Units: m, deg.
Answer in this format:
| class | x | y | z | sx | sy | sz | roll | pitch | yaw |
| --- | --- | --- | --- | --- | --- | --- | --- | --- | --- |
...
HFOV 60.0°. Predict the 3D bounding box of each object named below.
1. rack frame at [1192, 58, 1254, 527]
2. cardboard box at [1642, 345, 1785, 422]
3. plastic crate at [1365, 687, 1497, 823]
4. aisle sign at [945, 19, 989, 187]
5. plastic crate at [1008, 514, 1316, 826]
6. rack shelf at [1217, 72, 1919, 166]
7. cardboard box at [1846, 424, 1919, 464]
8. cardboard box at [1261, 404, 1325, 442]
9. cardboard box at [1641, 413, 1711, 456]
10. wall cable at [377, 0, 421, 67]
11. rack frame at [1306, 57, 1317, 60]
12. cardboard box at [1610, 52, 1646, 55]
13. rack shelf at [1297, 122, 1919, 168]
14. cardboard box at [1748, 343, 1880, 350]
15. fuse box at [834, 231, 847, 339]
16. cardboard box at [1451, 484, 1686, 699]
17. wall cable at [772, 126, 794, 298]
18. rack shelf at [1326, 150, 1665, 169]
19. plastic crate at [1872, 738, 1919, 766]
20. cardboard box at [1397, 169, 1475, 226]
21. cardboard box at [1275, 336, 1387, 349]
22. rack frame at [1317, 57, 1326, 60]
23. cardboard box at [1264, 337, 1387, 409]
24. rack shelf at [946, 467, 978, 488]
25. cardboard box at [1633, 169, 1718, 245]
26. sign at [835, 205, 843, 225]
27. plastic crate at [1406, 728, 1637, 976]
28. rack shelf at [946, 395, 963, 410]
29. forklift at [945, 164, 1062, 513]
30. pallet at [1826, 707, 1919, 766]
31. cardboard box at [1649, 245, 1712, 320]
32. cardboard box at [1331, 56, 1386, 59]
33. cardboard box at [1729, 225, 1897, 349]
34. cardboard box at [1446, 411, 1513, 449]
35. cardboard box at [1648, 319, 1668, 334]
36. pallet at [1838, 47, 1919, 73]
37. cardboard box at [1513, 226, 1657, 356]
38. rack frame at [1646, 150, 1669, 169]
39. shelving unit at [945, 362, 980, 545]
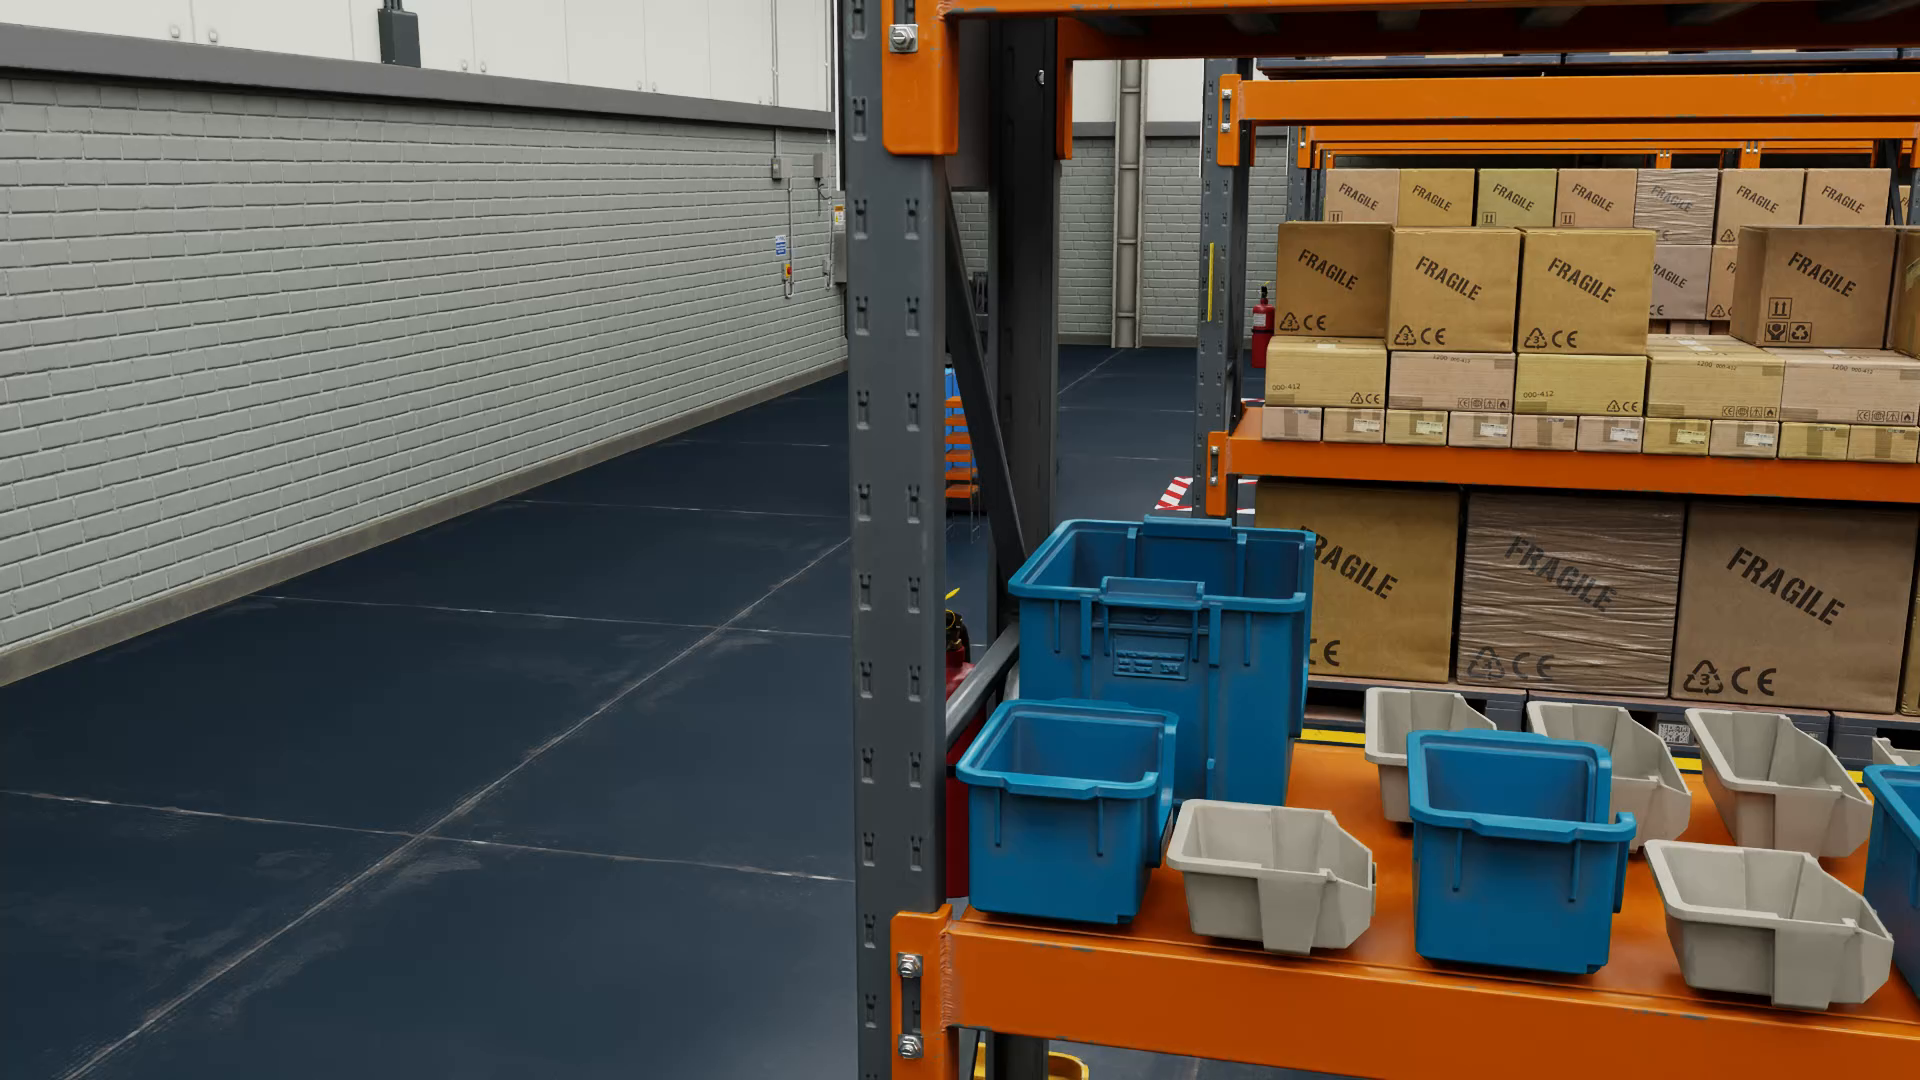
| class | x | y | z | sx | sy | sz | roll | pitch | yaw |
| --- | --- | --- | --- | --- | --- | --- | --- | --- | --- |
| rack frame | 1.203 | -0.749 | 7.685 | 0.127 | 3.000 | 1.000 | 3 | 13 | 14 |
| cardboard box | 3.106 | -0.661 | 6.947 | 0.500 | 0.250 | 0.500 | 3 | 13 | 12 |
| plastic crate | 0.852 | 0.396 | 2.993 | 0.243 | 0.136 | 0.396 | 3 | 13 | 14 |
| aisle sign | 0.017 | -1.042 | 3.003 | 0.004 | 0.787 | 0.394 | 3 | 13 | 14 |
| plastic crate | 0.386 | 0.224 | 3.079 | 0.499 | 0.435 | 0.616 | 3 | 13 | 14 |
| rack shelf | 3.145 | -1.758 | 6.970 | 4.000 | 0.370 | 1.077 | 3 | 13 | 14 |
| cardboard box | 3.713 | -0.419 | 6.777 | 0.250 | 0.149 | 0.380 | 3 | 13 | 15 |
| cardboard box | 1.469 | -0.539 | 7.316 | 0.250 | 0.149 | 0.380 | 3 | 13 | 14 |
| cardboard box | 2.962 | -0.459 | 6.958 | 0.250 | 0.149 | 0.380 | 3 | 13 | 12 |
| wall cable | -3.461 | -6.267 | 11.276 | 0.120 | 5.999 | 2.277 | 3 | 13 | 14 |
| rack frame | 2.490 | -4.716 | 11.712 | 0.127 | 3.000 | 1.000 | 3 | 13 | 14 |
| cardboard box | 4.340 | -3.263 | 11.283 | 0.500 | 0.250 | 0.500 | 3 | 13 | 11 |
| rack shelf | 4.431 | -2.796 | 11.647 | 4.000 | 0.370 | 1.077 | 3 | 13 | 14 |
| cardboard box | 3.707 | -0.746 | 7.328 | 0.500 | 0.250 | 0.500 | 3 | 13 | 15 |
| fuse box | -1.258 | -2.926 | 20.471 | 0.414 | 1.711 | 0.539 | 3 | 13 | 14 |
| cardboard box | 2.727 | 0.147 | 7.583 | 0.875 | 0.875 | 0.875 | 3 | 13 | 14 |
| wall cable | -1.902 | -3.632 | 18.261 | 0.123 | 1.953 | 0.585 | 3 | 13 | 14 |
| rack shelf | 6.705 | -4.886 | 21.068 | 4.000 | 0.370 | 1.077 | 3 | 13 | 14 |
| plastic crate | 1.698 | 0.435 | 2.818 | 0.250 | 0.136 | 0.298 | 3 | 13 | 14 |
| cardboard box | 3.353 | -2.365 | 11.742 | 0.500 | 0.500 | 0.500 | 3 | 13 | 15 |
| cardboard box | 1.737 | -0.852 | 7.807 | 0.500 | 0.250 | 0.500 | 3 | 13 | 13 |
| rack frame | 3.578 | -5.762 | 16.428 | 0.127 | 3.000 | 1.000 | 3 | 13 | 14 |
| cardboard box | 1.605 | -0.739 | 7.301 | 0.500 | 0.250 | 0.500 | 3 | 13 | 12 |
| rack shelf | 0.014 | -0.424 | 11.136 | 0.180 | 0.103 | 0.258 | 3 | 13 | 14 |
| cardboard box | 4.855 | -2.284 | 11.378 | 0.500 | 0.500 | 0.500 | 3 | 13 | 15 |
| sign | -1.472 | -3.957 | 20.238 | 0.001 | 0.242 | 0.339 | 3 | 13 | 14 |
| plastic crate | 0.816 | 0.461 | 2.478 | 0.300 | 0.233 | 0.416 | 3 | 13 | 14 |
| rack shelf | 0.014 | -0.893 | 11.032 | 0.180 | 0.103 | 0.258 | 3 | 13 | 14 |
| forklift | 0.215 | -1.895 | 13.010 | 1.130 | 2.935 | 3.031 | 1 | 13 | 6 |
| pallet | 4.367 | 0.764 | 7.303 | 1.213 | 0.211 | 1.003 | 3 | 13 | 14 |
| cardboard box | 4.849 | -1.792 | 11.469 | 0.500 | 0.500 | 0.500 | 3 | 13 | 13 |
| cardboard box | 2.863 | -3.344 | 11.648 | 0.500 | 0.250 | 0.500 | 3 | 13 | 14 |
| cardboard box | 3.700 | -1.111 | 7.246 | 0.500 | 0.500 | 0.500 | 3 | 13 | 12 |
| cardboard box | 2.220 | -0.499 | 7.138 | 0.250 | 0.149 | 0.380 | 3 | 13 | 13 |
| cardboard box | 4.769 | -1.490 | 11.604 | 0.250 | 0.149 | 0.380 | 3 | 13 | 13 |
| pallet | 4.295 | -2.007 | 6.635 | 1.213 | 0.211 | 1.003 | 3 | 13 | 14 |
| cardboard box | 2.594 | -1.054 | 6.987 | 0.500 | 0.500 | 0.500 | 3 | 13 | 12 |
| rack frame | 8.647 | -3.669 | 20.848 | 0.127 | 3.000 | 1.000 | 3 | 13 | 14 |
| shelving unit | 0.014 | -0.585 | 11.100 | 0.189 | 1.200 | 0.258 | 3 | 13 | 14 |
